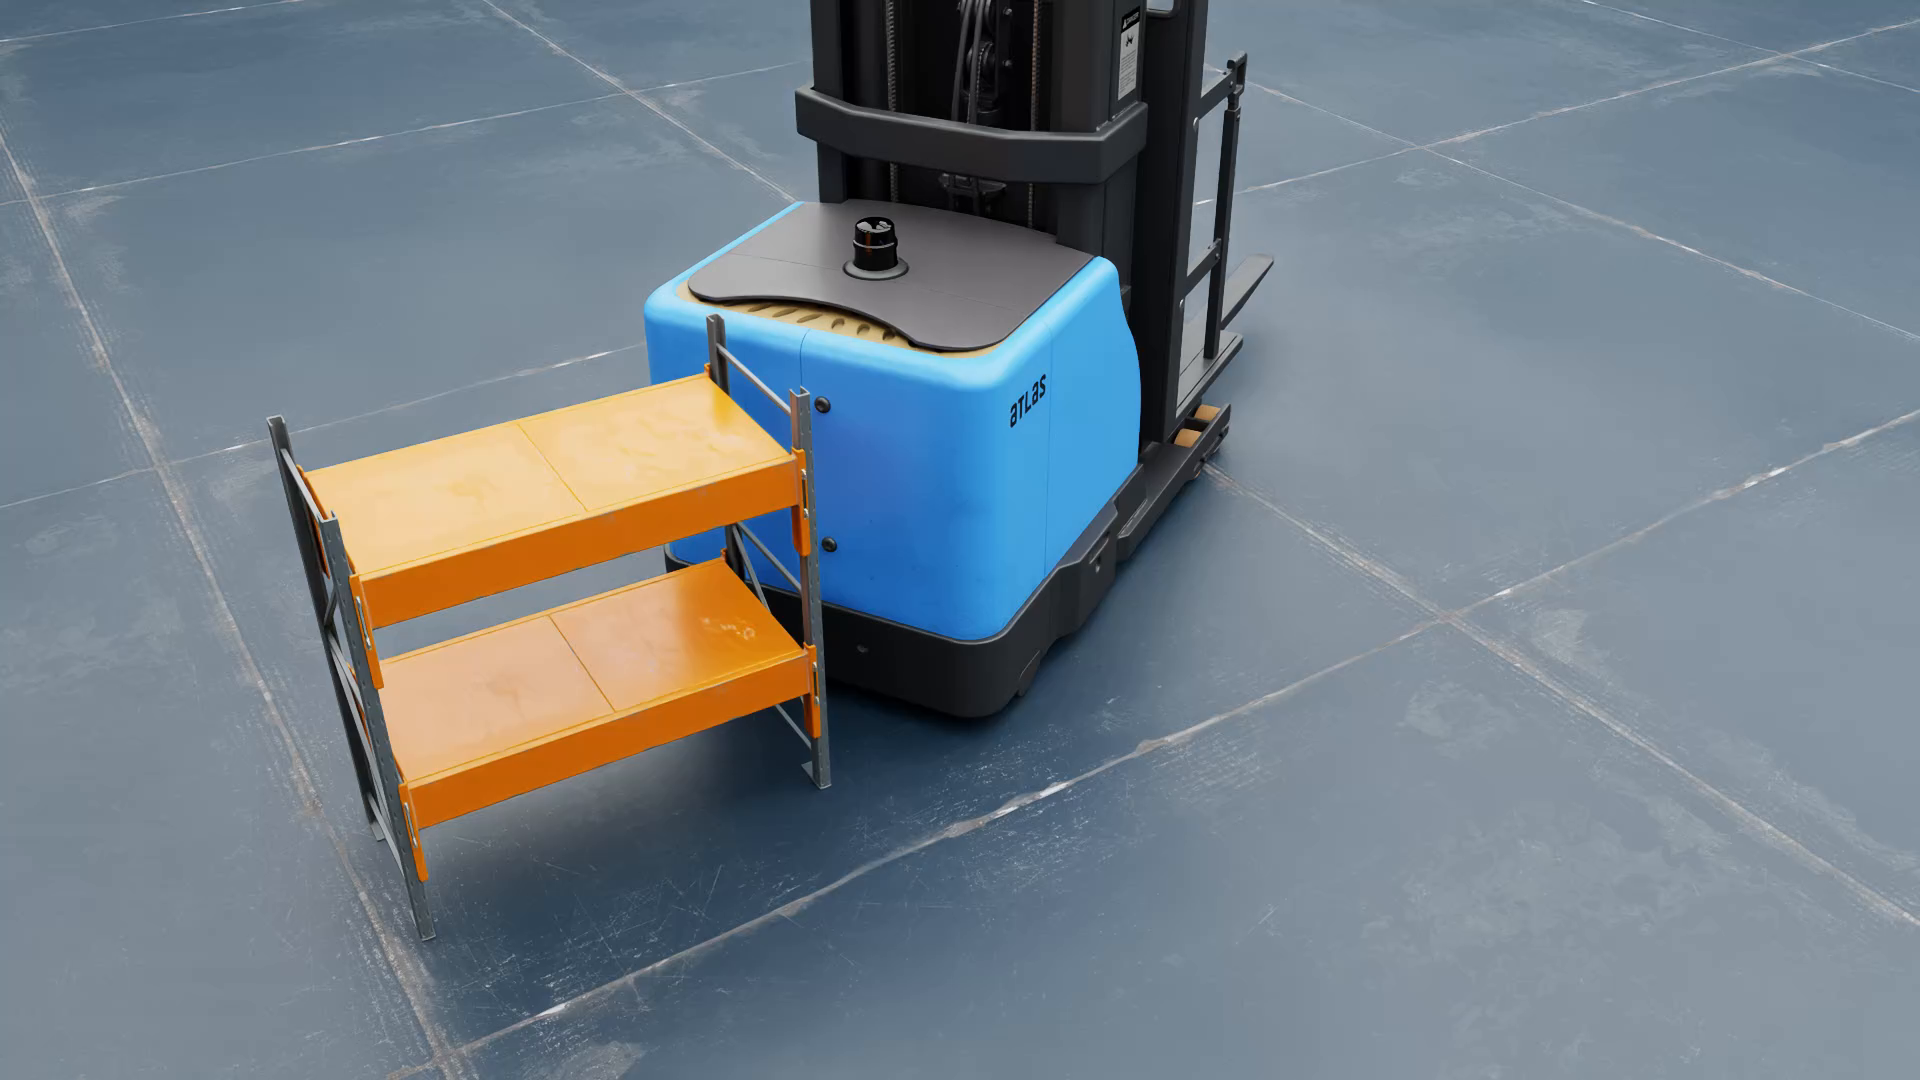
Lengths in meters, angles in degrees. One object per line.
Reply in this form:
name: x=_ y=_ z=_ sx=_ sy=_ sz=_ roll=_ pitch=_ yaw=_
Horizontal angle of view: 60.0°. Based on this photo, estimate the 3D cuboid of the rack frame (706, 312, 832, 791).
rack frame: x=-0.471 y=0.045 z=4.125 sx=0.032 sy=1.125 sz=0.500 roll=-18 pitch=36 yaw=-26

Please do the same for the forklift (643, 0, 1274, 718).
forklift: x=0.278 y=-1.539 z=4.943 sx=1.130 sy=2.935 sz=3.031 roll=15 pitch=35 yaw=22

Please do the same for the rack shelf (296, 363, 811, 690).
rack shelf: x=-0.906 y=-0.063 z=3.747 sx=1.000 sy=0.278 sz=0.538 roll=-18 pitch=36 yaw=-26

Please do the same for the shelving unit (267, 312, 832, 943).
shelving unit: x=-0.906 y=0.184 z=3.903 sx=1.048 sy=1.125 sz=0.538 roll=-18 pitch=36 yaw=-26

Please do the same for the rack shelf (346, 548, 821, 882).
rack shelf: x=-0.906 y=0.391 z=4.034 sx=1.000 sy=0.278 sz=0.538 roll=-18 pitch=36 yaw=-26

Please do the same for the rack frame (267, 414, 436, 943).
rack frame: x=-1.342 y=0.324 z=3.681 sx=0.032 sy=1.125 sz=0.500 roll=-18 pitch=36 yaw=-26
